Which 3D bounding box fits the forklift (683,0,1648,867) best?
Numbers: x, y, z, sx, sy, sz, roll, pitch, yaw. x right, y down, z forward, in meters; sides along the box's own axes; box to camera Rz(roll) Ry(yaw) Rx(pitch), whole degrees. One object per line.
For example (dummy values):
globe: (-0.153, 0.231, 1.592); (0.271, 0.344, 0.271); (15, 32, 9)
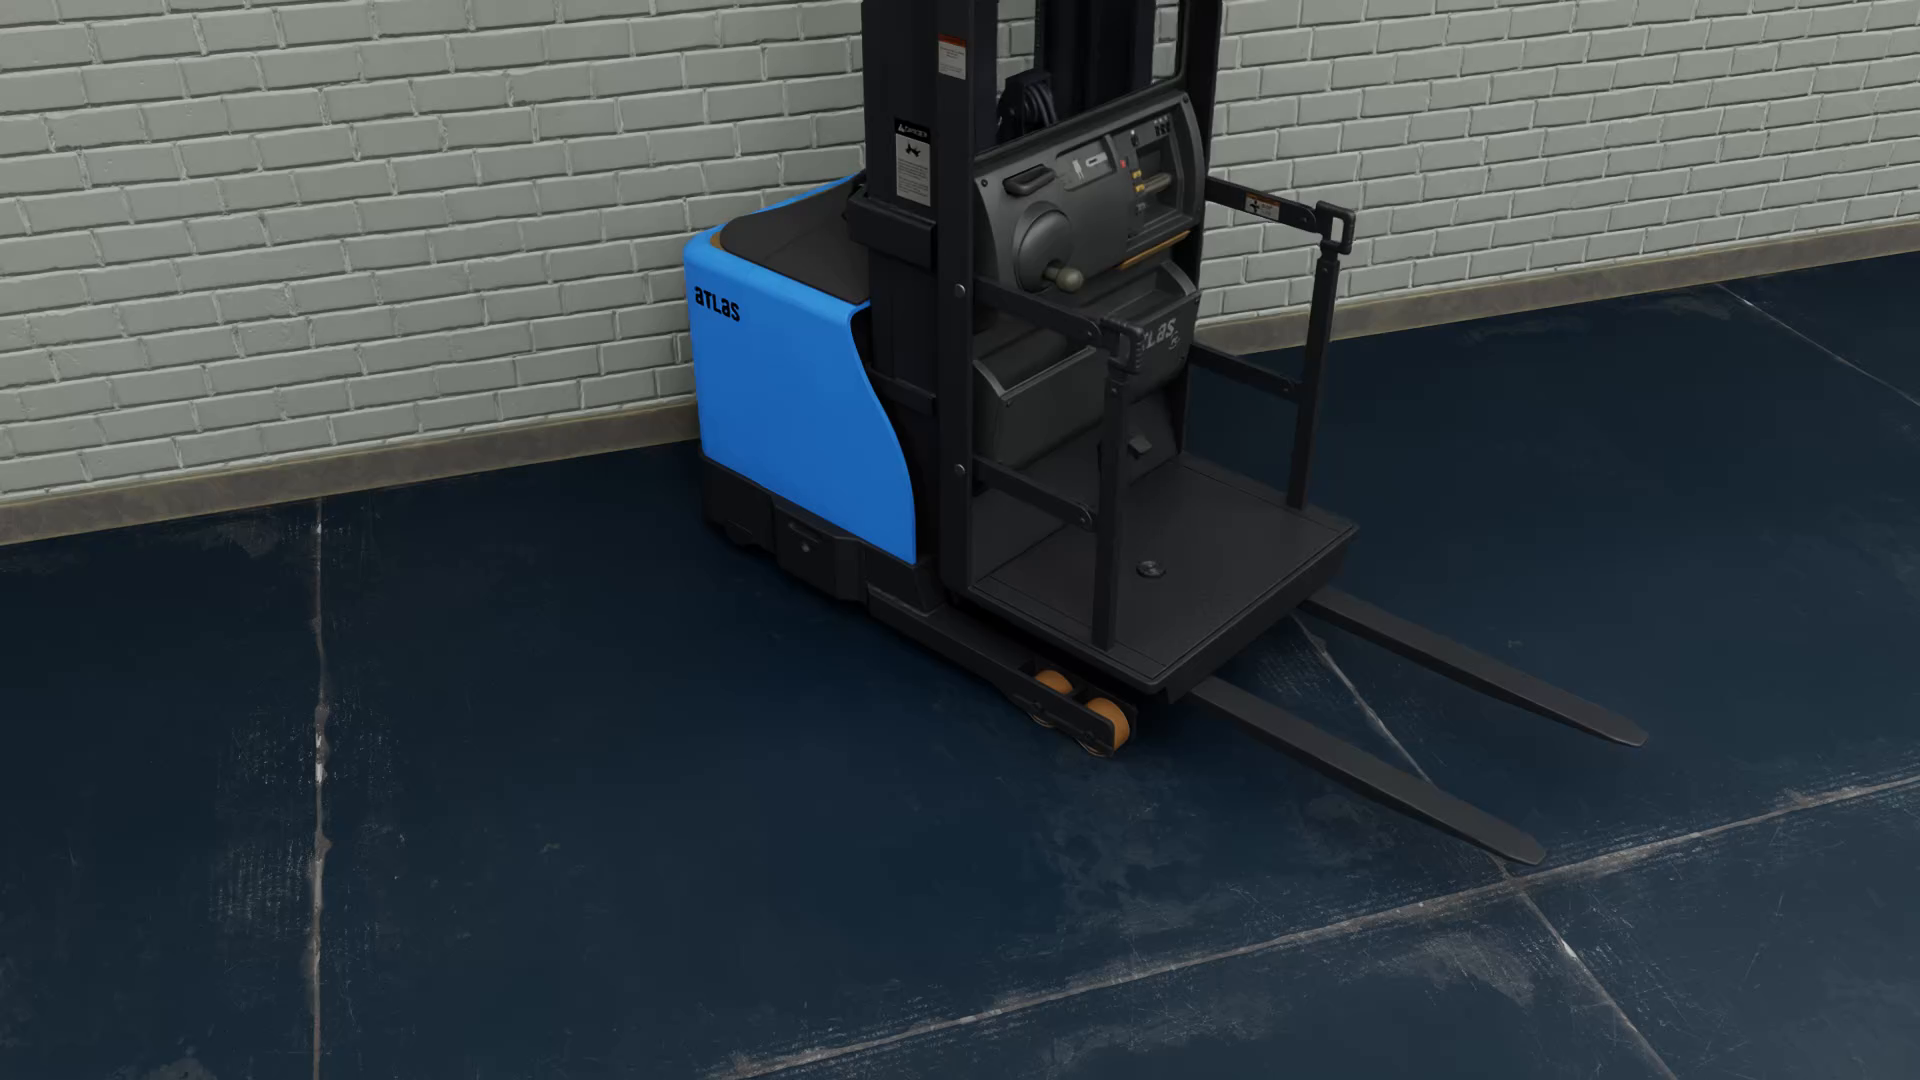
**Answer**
forklift: (0.535, -0.927, 4.494); (3.031, 2.935, 1.130); (27, 42, 34)
